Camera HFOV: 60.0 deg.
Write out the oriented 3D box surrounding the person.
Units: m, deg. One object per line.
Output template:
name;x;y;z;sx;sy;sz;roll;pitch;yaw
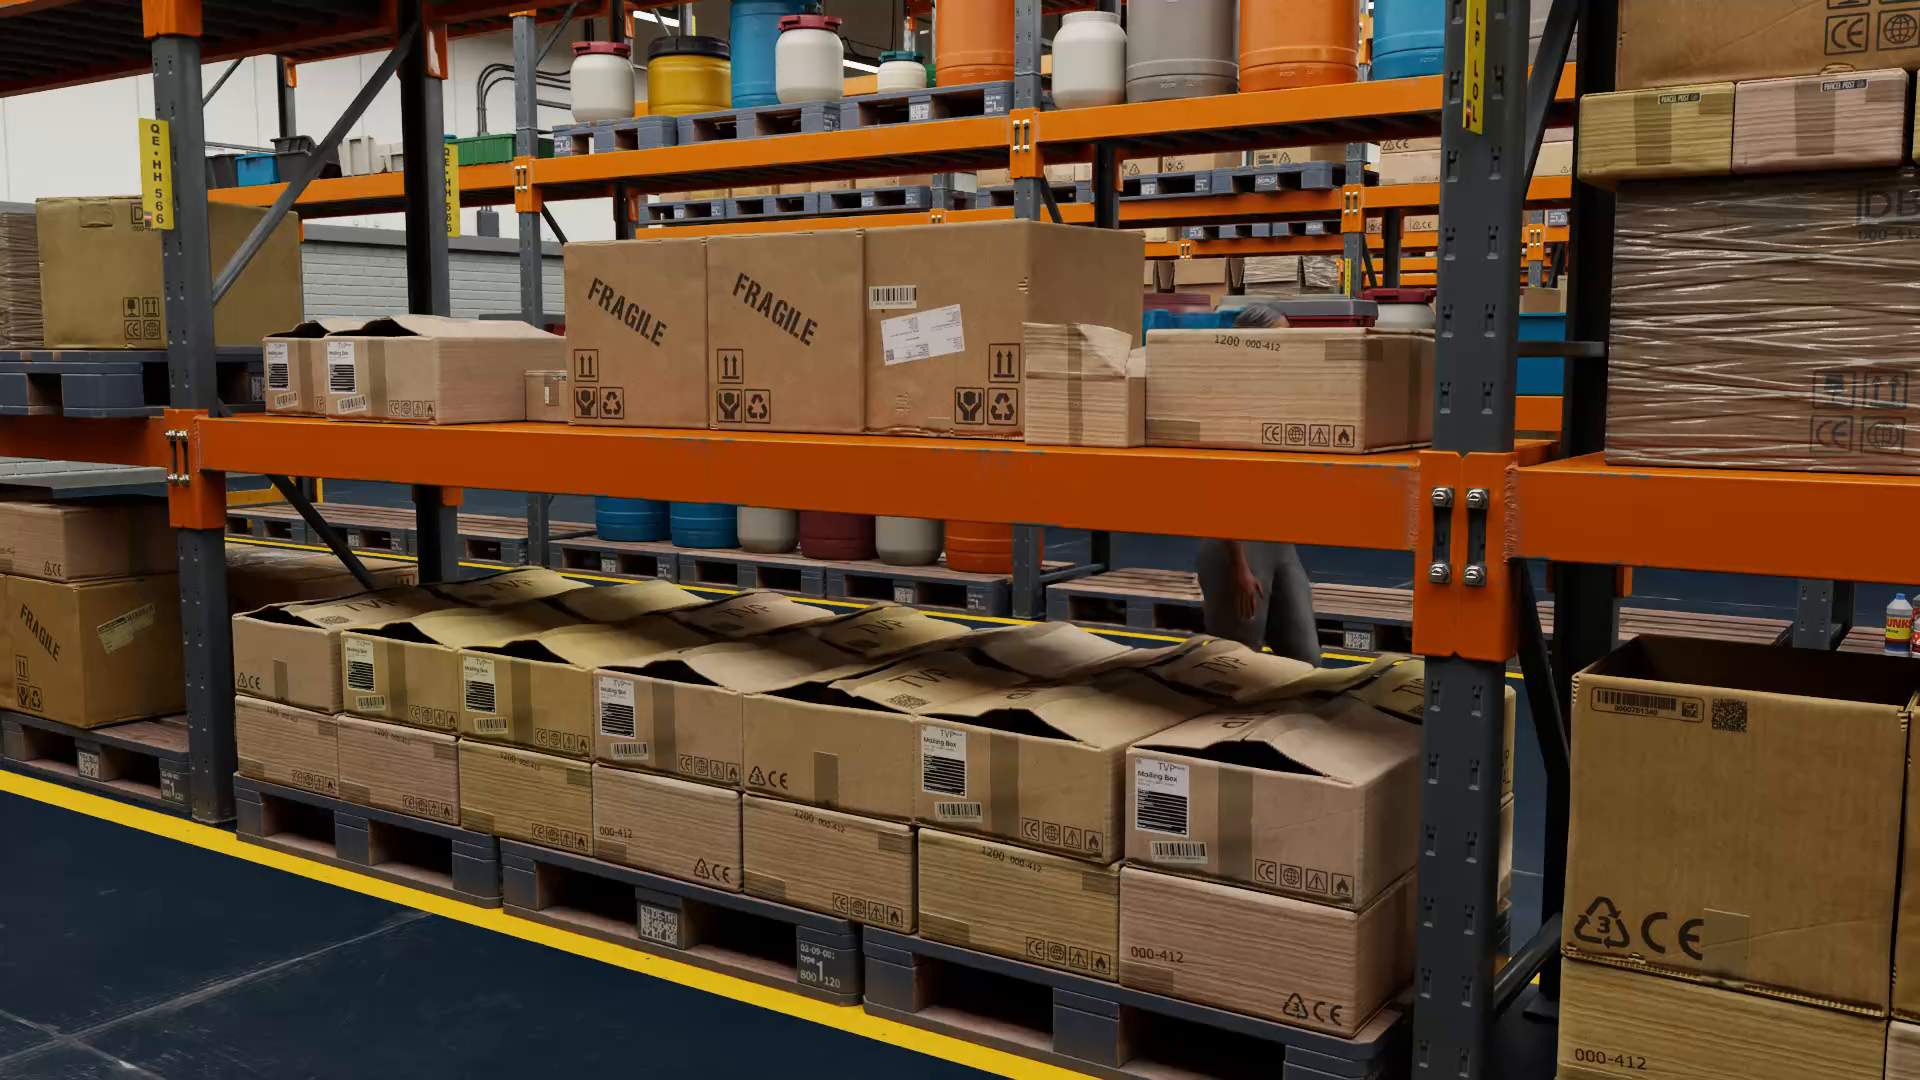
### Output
person;0.893;0.058;5.383;0.760;1.627;0.472;5;8;36
